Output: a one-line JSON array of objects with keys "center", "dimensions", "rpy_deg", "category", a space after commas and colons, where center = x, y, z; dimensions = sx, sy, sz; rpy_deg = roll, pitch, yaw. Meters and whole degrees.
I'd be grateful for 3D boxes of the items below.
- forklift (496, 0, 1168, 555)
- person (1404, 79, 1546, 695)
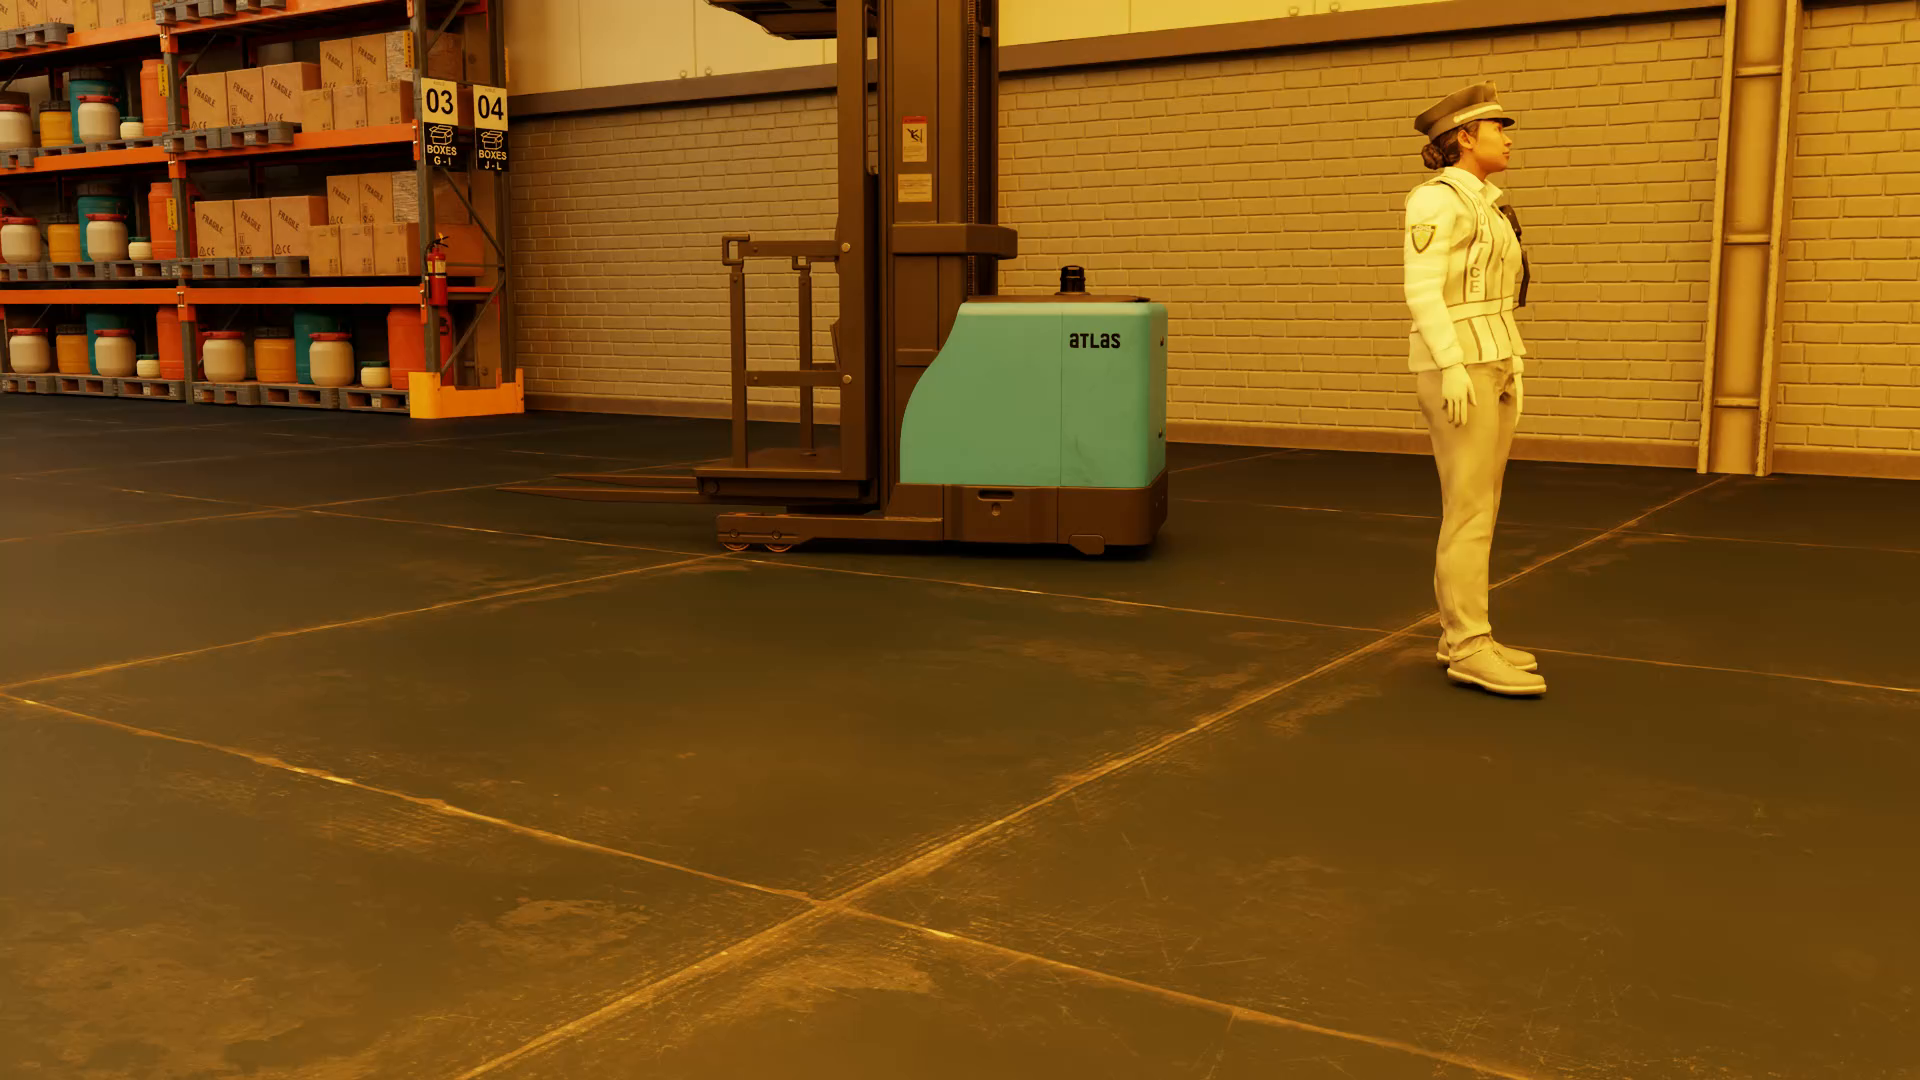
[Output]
[{"center": [-0.596, -1.469, 7.520], "dimensions": [3.031, 2.935, 1.130], "rpy_deg": [2, 8, 12], "category": "forklift"}, {"center": [1.524, -0.460, 4.767], "dimensions": [0.530, 1.694, 0.588], "rpy_deg": [6, 10, 36], "category": "person"}]
